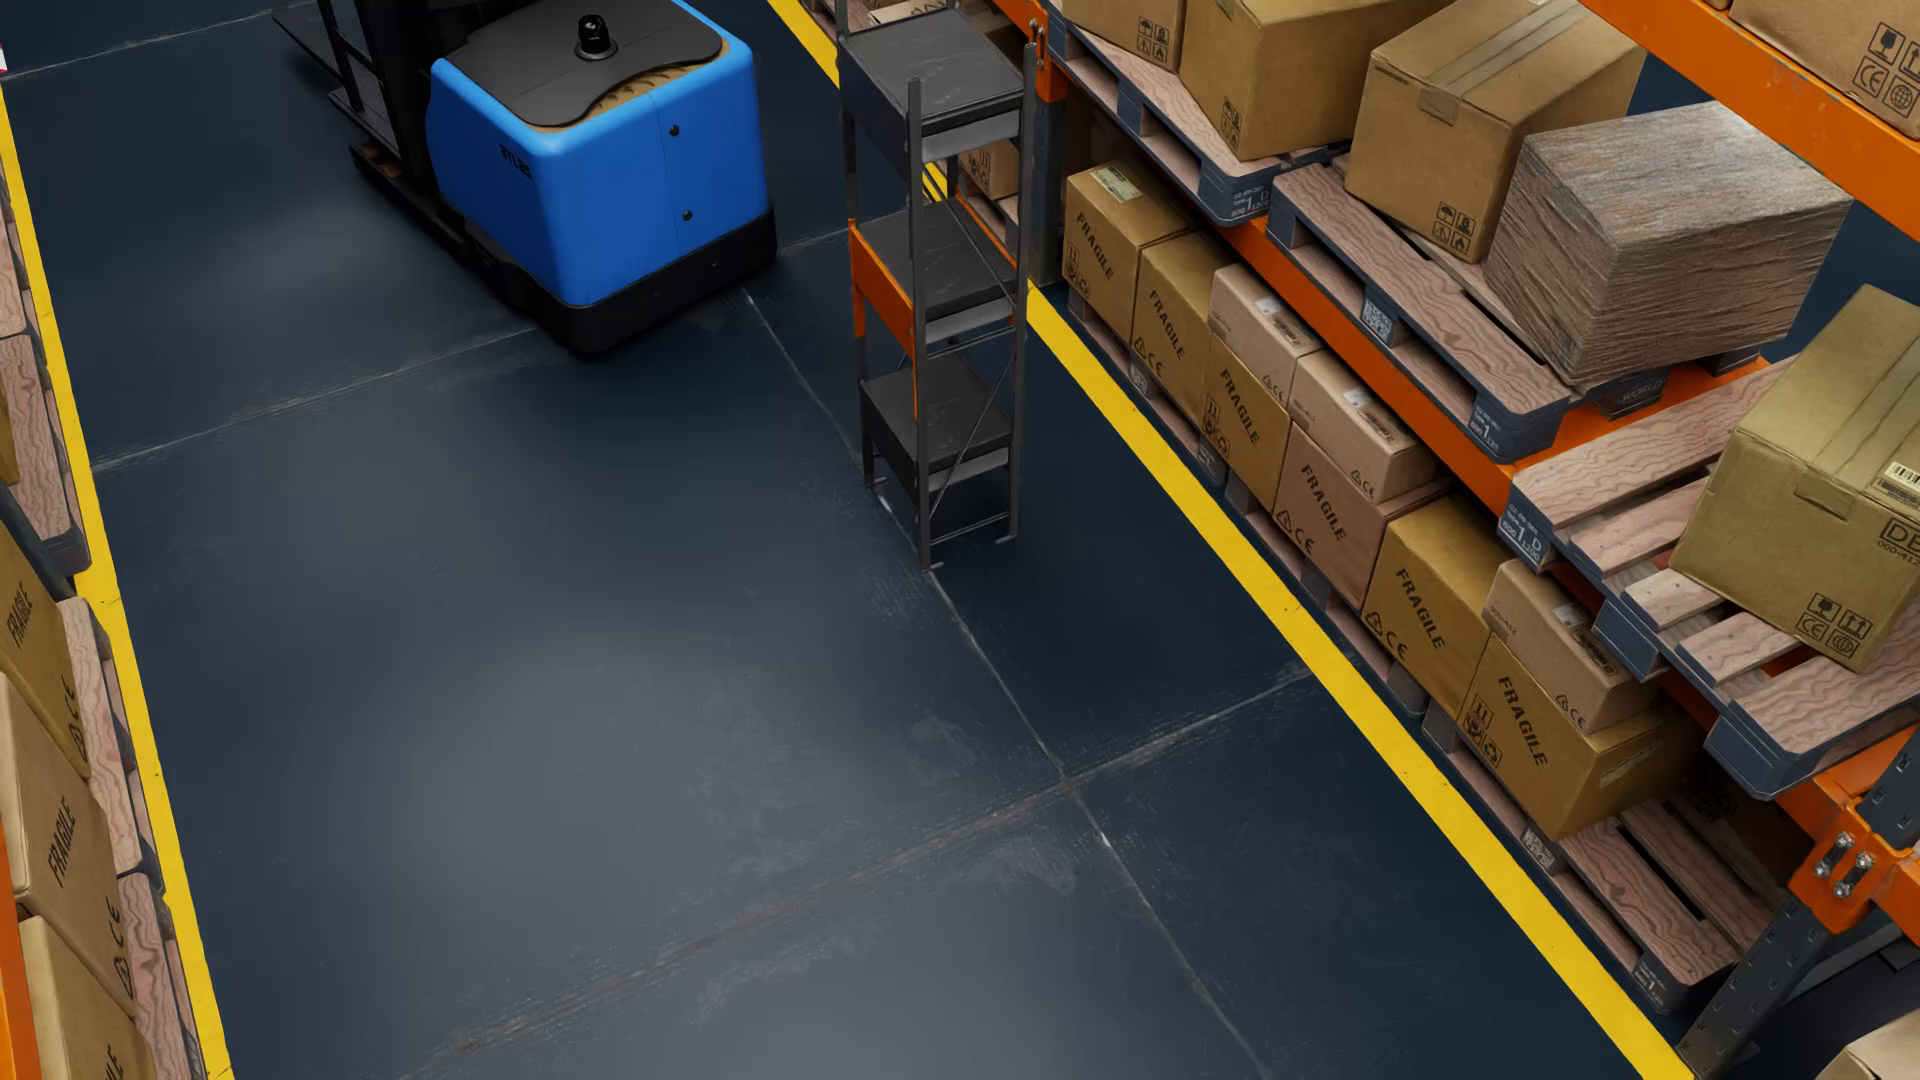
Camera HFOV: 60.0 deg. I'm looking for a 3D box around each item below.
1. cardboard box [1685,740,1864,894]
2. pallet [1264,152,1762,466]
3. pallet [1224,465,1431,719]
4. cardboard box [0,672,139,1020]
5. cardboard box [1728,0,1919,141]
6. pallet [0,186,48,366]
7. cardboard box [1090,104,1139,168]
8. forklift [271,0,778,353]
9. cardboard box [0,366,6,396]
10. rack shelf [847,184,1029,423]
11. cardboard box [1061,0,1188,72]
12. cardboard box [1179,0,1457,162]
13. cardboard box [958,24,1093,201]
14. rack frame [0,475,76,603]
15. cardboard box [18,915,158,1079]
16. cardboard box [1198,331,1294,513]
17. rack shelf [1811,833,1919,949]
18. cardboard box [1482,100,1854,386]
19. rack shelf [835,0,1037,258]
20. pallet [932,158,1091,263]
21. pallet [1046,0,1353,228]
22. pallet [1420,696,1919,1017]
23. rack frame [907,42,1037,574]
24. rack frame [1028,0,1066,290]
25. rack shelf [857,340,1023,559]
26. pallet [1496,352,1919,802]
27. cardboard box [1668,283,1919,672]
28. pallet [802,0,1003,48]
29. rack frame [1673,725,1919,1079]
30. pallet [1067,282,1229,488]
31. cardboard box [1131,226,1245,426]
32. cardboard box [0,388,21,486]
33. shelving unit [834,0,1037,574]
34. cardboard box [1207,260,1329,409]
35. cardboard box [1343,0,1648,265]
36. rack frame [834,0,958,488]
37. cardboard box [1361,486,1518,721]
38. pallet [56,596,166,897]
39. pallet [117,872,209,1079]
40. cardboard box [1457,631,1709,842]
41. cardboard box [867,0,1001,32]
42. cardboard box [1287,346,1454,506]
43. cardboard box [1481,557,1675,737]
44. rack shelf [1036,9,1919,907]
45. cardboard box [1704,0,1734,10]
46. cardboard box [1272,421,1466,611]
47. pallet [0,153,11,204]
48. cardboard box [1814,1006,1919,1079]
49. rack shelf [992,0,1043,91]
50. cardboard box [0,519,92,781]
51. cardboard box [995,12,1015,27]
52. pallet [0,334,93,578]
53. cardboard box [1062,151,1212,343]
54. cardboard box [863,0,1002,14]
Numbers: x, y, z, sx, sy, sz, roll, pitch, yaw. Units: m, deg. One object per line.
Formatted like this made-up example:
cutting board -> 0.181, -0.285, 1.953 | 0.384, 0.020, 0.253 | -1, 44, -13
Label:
cardboard box -> 2.632, 0.667, 5.042 | 0.500, 0.500, 0.500 | -19, 52, -16
pallet -> 1.692, -0.845, 5.124 | 1.003, 0.211, 1.213 | -21, 52, -18
pallet -> 1.724, -0.018, 6.126 | 1.003, 0.211, 1.213 | -21, 52, -18
cardboard box -> -2.825, 0.977, 4.552 | 0.750, 0.750, 0.750 | -20, 52, -16
cardboard box -> 2.123, -1.250, 3.291 | 0.910, 0.500, 0.500 | -21, 52, -18
pallet -> -4.488, -1.012, 6.995 | 1.003, 0.211, 1.213 | -21, 52, -18
cardboard box -> 0.756, -1.900, 7.413 | 0.500, 0.311, 0.500 | -21, 52, -18
forklift -> -2.157, -2.764, 6.720 | 1.130, 2.935, 3.031 | -34, 57, -26
cardboard box -> -4.125, -0.765, 6.308 | 0.700, 0.500, 0.500 | -22, 52, -18
rack shelf -> -0.076, -0.793, 5.567 | 0.431, 0.518, 0.480 | -21, 52, -18
cardboard box -> 0.774, -2.062, 5.715 | 0.500, 0.500, 0.700 | 35, 58, 27
cardboard box -> 1.145, -1.624, 5.332 | 0.700, 0.500, 0.500 | -14, 50, -12
cardboard box -> 0.243, -1.891, 7.279 | 0.500, 0.500, 0.500 | -21, 52, -18
rack frame -> -3.647, -0.576, 4.761 | 1.000, 3.000, 0.127 | -21, 52, -18
cardboard box -> -2.432, 1.544, 4.056 | 0.750, 0.750, 0.750 | -21, 52, -18
cardboard box -> 1.236, -0.509, 6.071 | 0.500, 0.500, 0.500 | -21, 52, -17
rack shelf -> 3.501, 1.967, 3.014 | 1.077, 0.370, 4.000 | -21, 52, -18
cardboard box -> 1.949, -0.840, 4.646 | 0.700, 0.500, 0.500 | -12, 50, -11
rack shelf -> -0.076, -1.254, 5.040 | 0.431, 0.518, 0.480 | -21, 52, -18
pallet -> 0.442, -1.827, 7.708 | 1.003, 0.211, 1.213 | -21, 52, -18
pallet -> 1.024, -1.649, 5.827 | 1.003, 0.211, 1.213 | -21, 52, -18
pallet -> 2.278, 0.797, 5.412 | 1.003, 0.211, 1.213 | -21, 52, -18
rack frame -> 0.036, -0.639, 5.414 | 0.400, 2.100, 0.015 | -21, 52, -18
rack frame -> 0.756, -2.285, 6.256 | 1.000, 3.000, 0.127 | -21, 52, -18
rack shelf -> -0.076, -0.332, 6.094 | 0.431, 0.518, 0.480 | -21, 52, -18
pallet -> 2.214, 0.026, 4.362 | 1.213, 0.211, 1.003 | -21, 52, -18
cardboard box -> 2.198, -0.162, 4.053 | 0.500, 0.500, 0.700 | 35, 58, 27
pallet -> -0.120, -2.645, 8.423 | 1.003, 0.211, 1.213 | -21, 52, -18
rack frame -> 2.586, 0.392, 3.914 | 1.000, 3.000, 0.127 | -21, 52, -18
pallet -> 1.162, -0.836, 6.841 | 1.003, 0.211, 1.213 | -21, 52, -18
cardboard box -> 1.014, -0.846, 6.366 | 0.500, 0.500, 0.500 | -20, 52, -17
cardboard box -> -3.898, -0.427, 6.013 | 0.700, 0.500, 0.500 | -21, 52, -17
shelving unit -> -0.076, -0.802, 5.557 | 0.431, 2.100, 0.503 | -21, 52, -18
cardboard box -> 1.218, -0.777, 5.807 | 0.500, 0.250, 0.500 | -21, 52, -17
cardboard box -> 1.619, -1.295, 5.044 | 0.700, 0.500, 0.500 | -34, 57, -26
rack frame -> -0.187, -0.965, 5.699 | 0.400, 2.100, 0.015 | -21, 52, -18
cardboard box -> 1.713, 0.179, 5.469 | 0.500, 0.500, 0.500 | -23, 53, -19
pallet -> -3.227, 0.832, 5.382 | 1.003, 0.211, 1.213 | -21, 52, -18
pallet -> -2.665, 1.650, 4.667 | 1.003, 0.211, 1.213 | -21, 52, -18
cardboard box -> 1.949, 0.525, 5.166 | 0.500, 0.500, 0.500 | -19, 52, -16
cardboard box -> -0.100, -2.330, 7.789 | 0.500, 0.311, 0.500 | -21, 52, -18
cardboard box -> 1.448, -0.441, 5.513 | 0.500, 0.250, 0.500 | -22, 52, -18
cardboard box -> 1.920, 0.242, 4.916 | 0.500, 0.250, 0.500 | -19, 52, -16
rack shelf -> 1.671, -0.710, 5.356 | 1.077, 0.370, 4.000 | -21, 52, -18
cardboard box -> 1.885, -1.598, 3.596 | 0.910, 0.500, 0.500 | -21, 52, -18
cardboard box -> 1.467, -0.171, 5.775 | 0.500, 0.500, 0.500 | -23, 53, -19
pallet -> -5.042, -1.827, 7.708 | 1.003, 0.211, 1.213 | -21, 52, -18
cardboard box -> 2.565, 1.426, 4.185 | 0.500, 0.311, 0.500 | -20, 52, -16
rack shelf -> -0.160, -3.387, 7.697 | 1.077, 0.370, 4.000 | -21, 52, -18
cardboard box -> -3.234, 0.383, 5.071 | 0.750, 0.750, 0.750 | -21, 52, -17
cardboard box -> 0.351, -2.428, 7.971 | 0.380, 0.166, 0.250 | -21, 52, -18
pallet -> -3.926, -0.194, 6.280 | 1.003, 0.211, 1.213 | -21, 52, -18
cardboard box -> 0.760, -1.199, 6.675 | 0.500, 0.500, 0.500 | -23, 53, -19
cardboard box -> -0.109, -2.864, 8.128 | 0.797, 0.503, 0.637 | -21, 52, -18
